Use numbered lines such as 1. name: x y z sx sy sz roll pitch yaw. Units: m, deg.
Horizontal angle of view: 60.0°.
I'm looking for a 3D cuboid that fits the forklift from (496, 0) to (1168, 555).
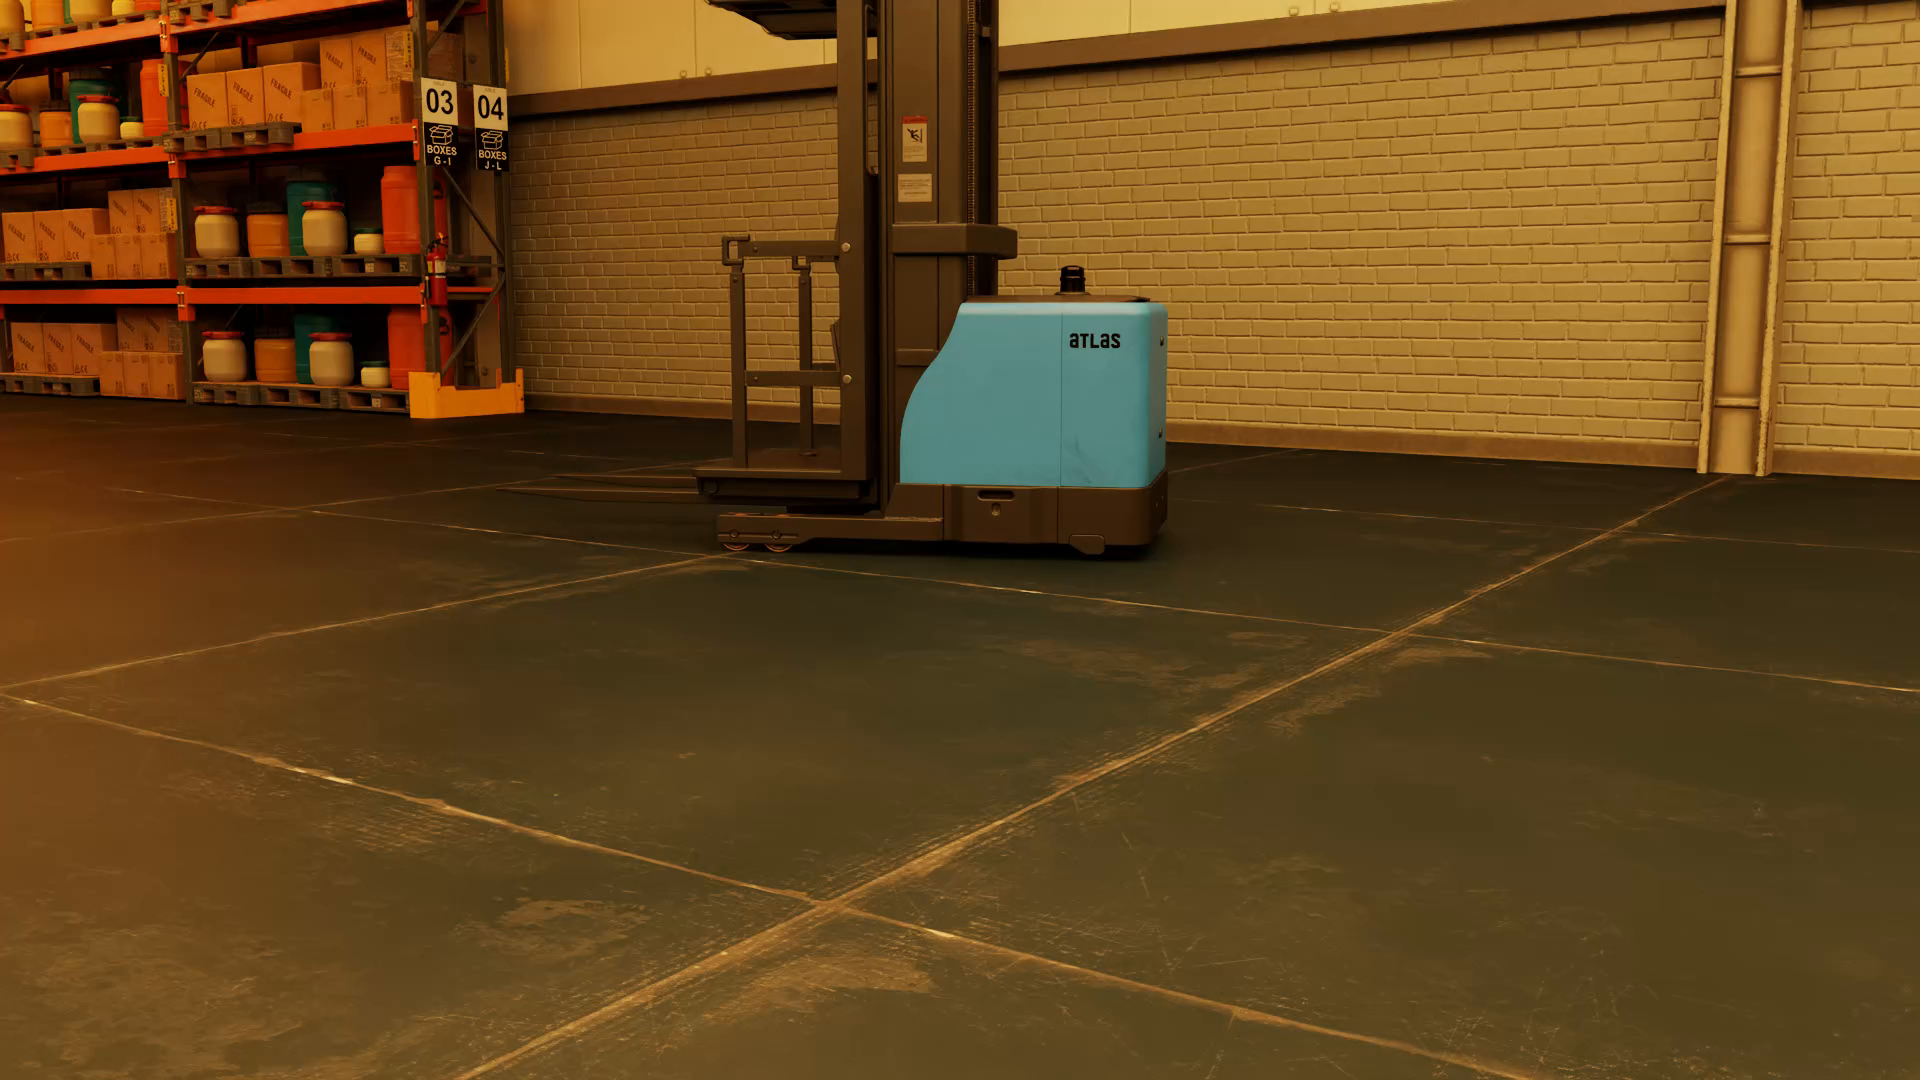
1. forklift: -0.596 -1.469 7.520 3.031 2.935 1.130 2 8 12
